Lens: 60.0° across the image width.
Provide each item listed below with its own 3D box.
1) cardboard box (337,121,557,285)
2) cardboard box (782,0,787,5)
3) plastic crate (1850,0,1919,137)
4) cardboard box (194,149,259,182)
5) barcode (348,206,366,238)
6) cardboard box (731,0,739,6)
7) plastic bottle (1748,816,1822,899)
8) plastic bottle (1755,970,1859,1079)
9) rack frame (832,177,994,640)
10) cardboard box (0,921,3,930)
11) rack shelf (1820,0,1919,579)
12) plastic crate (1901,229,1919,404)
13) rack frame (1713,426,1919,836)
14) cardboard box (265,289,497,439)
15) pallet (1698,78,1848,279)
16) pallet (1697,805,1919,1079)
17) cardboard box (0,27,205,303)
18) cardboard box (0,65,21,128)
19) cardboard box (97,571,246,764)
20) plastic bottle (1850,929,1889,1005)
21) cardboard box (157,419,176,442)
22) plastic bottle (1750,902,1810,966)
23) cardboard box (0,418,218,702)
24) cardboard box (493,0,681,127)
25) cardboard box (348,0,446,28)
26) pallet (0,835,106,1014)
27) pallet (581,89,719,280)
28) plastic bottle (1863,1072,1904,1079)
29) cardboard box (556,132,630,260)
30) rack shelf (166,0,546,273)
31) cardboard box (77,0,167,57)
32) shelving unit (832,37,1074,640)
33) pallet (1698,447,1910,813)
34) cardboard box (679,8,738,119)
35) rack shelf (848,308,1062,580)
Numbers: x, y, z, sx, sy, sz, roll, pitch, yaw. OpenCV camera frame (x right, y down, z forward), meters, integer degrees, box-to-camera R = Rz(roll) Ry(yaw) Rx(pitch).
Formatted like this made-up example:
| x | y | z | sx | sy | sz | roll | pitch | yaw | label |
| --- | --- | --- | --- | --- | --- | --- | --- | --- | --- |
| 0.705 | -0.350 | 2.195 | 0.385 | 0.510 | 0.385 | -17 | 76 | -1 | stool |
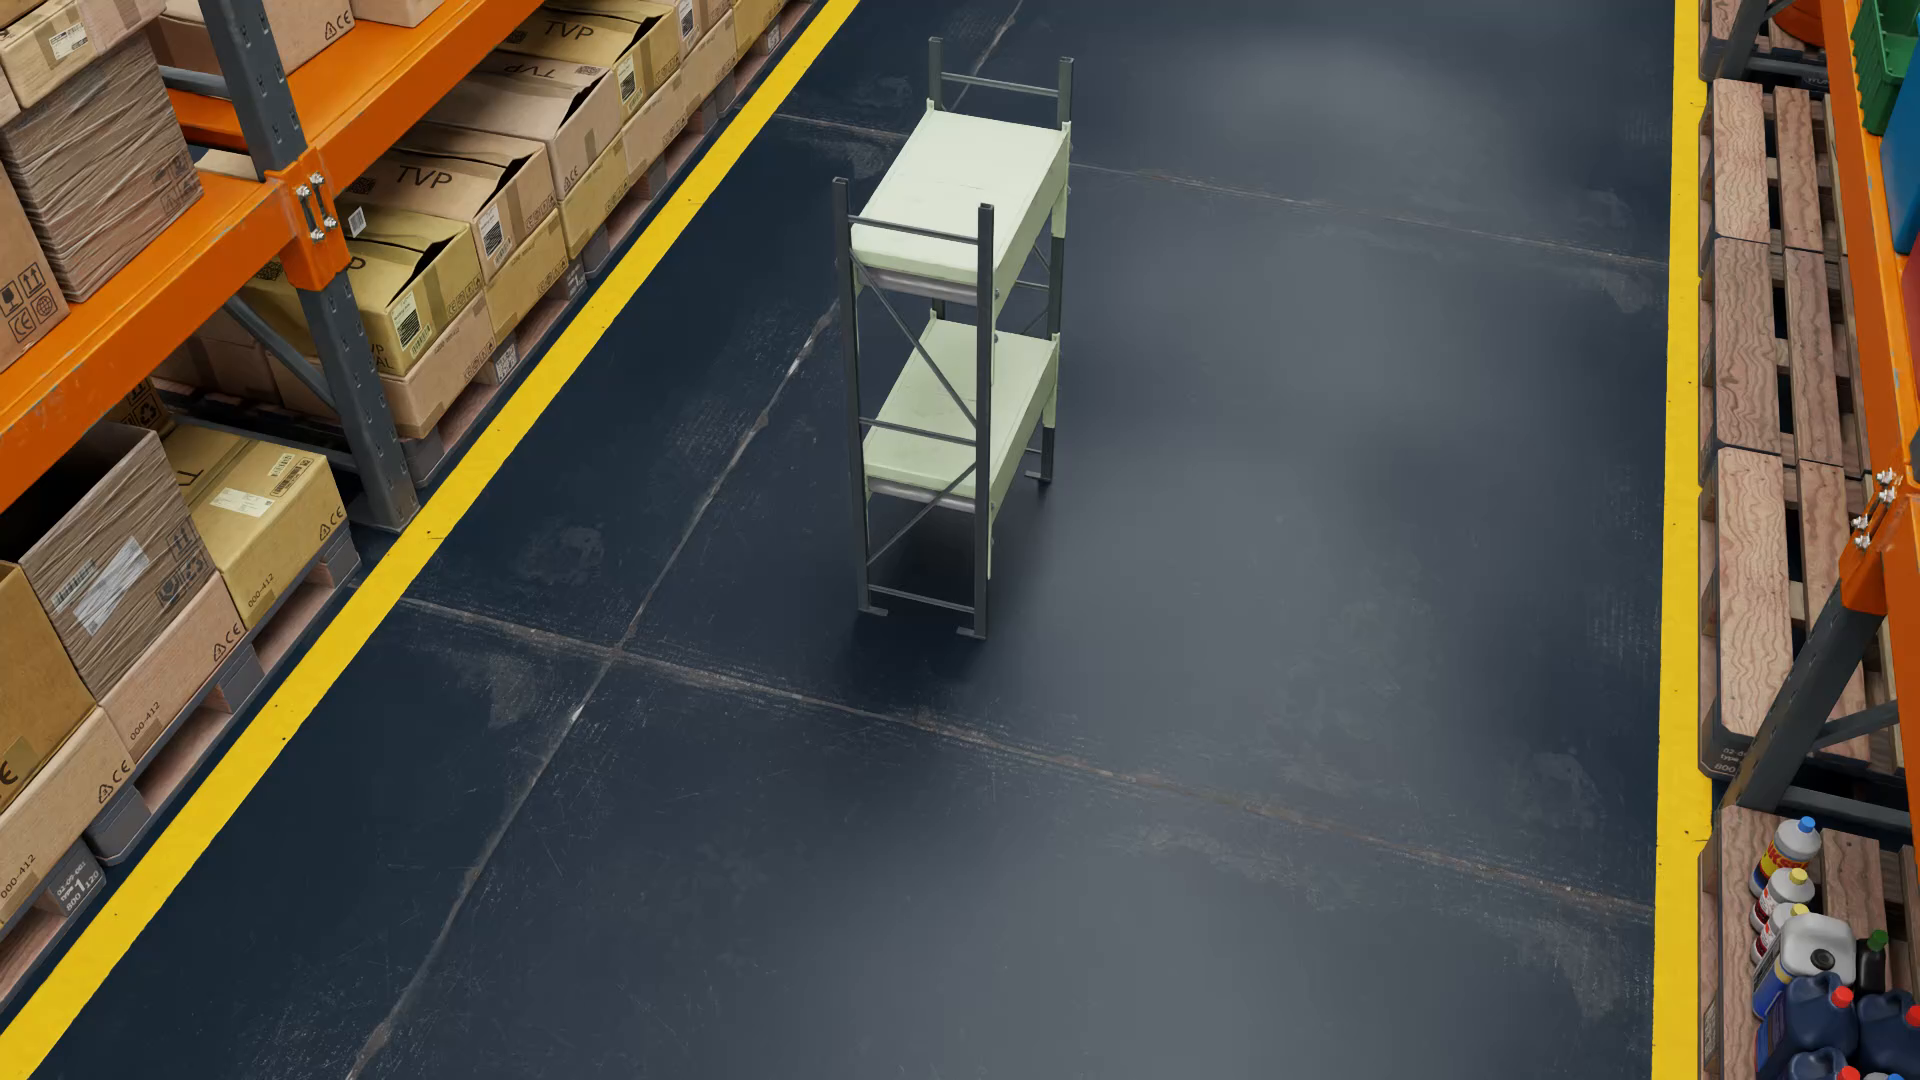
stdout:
| x | y | z | sx | sy | sz | roll | pitch | yaw | label |
| --- | --- | --- | --- | --- | --- | --- | --- | --- | --- |
| -1.708 | -1.159 | 5.554 | 0.500 | 0.311 | 0.500 | 12 | 46 | 12 | cardboard box |
| -0.943 | -2.667 | 7.496 | 0.500 | 0.250 | 0.500 | 14 | 46 | 13 | cardboard box |
| 2.751 | -1.329 | 4.615 | 0.450 | 0.188 | 0.662 | 13 | 46 | 13 | plastic crate |
| -2.226 | -1.282 | 5.680 | 0.500 | 0.311 | 0.500 | 14 | 46 | 14 | cardboard box |
| -1.753 | -0.924 | 4.836 | 0.001 | 0.075 | 0.075 | 13 | 46 | 13 | barcode |
| -1.091 | -2.521 | 6.946 | 0.500 | 0.311 | 0.500 | 12 | 46 | 12 | cardboard box |
| 1.978 | 0.753 | 3.971 | 0.097 | 0.271 | 0.097 | 0 | 44 | 0 | plastic bottle |
| 1.853 | 1.056 | 3.606 | 0.144 | 0.351 | 0.185 | 14 | 46 | 14 | plastic bottle |
| -0.113 | -0.288 | 4.472 | 0.400 | 1.500 | 0.023 | 13 | 46 | 12 | rack frame |
| -2.608 | 0.953 | 3.797 | 0.500 | 0.250 | 0.500 | 13 | 46 | 13 | cardboard box |
| 3.098 | -1.260 | 4.907 | 1.077 | 0.370 | 4.000 | 13 | 46 | 13 | rack shelf |
| 2.348 | -0.594 | 3.667 | 0.402 | 0.464 | 0.583 | 13 | 46 | 13 | plastic crate |
| 2.493 | -0.184 | 3.293 | 1.000 | 3.000 | 0.127 | 13 | 46 | 13 | rack frame |
| -1.869 | -0.619 | 5.404 | 0.500 | 0.250 | 0.500 | 12 | 46 | 12 | cardboard box |
| 3.432 | -1.345 | 6.474 | 1.003 | 0.211 | 1.213 | 13 | 46 | 13 | pallet |
| 2.250 | 1.252 | 3.820 | 1.003 | 0.211 | 1.213 | 13 | 46 | 13 | pallet |
| -2.355 | -0.974 | 4.029 | 0.700 | 0.500 | 0.500 | 11 | 46 | 11 | cardboard box |
| -2.259 | -0.937 | 3.528 | 0.380 | 0.149 | 0.250 | 11 | 46 | 11 | cardboard box |
| -2.320 | 0.284 | 4.481 | 0.500 | 0.250 | 0.500 | 13 | 46 | 13 | cardboard box |
| 2.008 | 0.993 | 3.718 | 0.061 | 0.283 | 0.133 | 13 | 46 | 13 | plastic bottle |
| -2.656 | -0.158 | 4.933 | 0.500 | 0.250 | 0.500 | 13 | 46 | 13 | cardboard box |
| 1.917 | 0.914 | 3.857 | 0.097 | 0.201 | 0.097 | 0 | 44 | 0 | plastic bottle |
| -2.322 | 0.015 | 4.219 | 0.500 | 0.500 | 0.500 | 13 | 46 | 13 | cardboard box |
| -1.400 | -1.851 | 6.262 | 0.500 | 0.311 | 0.500 | 14 | 46 | 14 | cardboard box |
| -1.764 | -1.693 | 5.015 | 0.380 | 0.149 | 0.250 | 13 | 46 | 13 | cardboard box |
| -2.875 | 1.098 | 3.977 | 1.003 | 0.211 | 1.213 | 13 | 46 | 13 | pallet |
| -1.673 | -1.554 | 6.687 | 1.003 | 0.211 | 1.213 | 13 | 46 | 13 | pallet |
| 1.924 | 1.206 | 3.509 | 0.097 | 0.271 | 0.097 | 0 | 44 | 0 | plastic bottle |
| -1.558 | -1.306 | 6.105 | 0.500 | 0.250 | 0.500 | 11 | 45 | 11 | cardboard box |
| -1.621 | -2.312 | 5.982 | 1.077 | 0.370 | 4.000 | 13 | 46 | 13 | rack shelf |
| -2.105 | -1.277 | 3.875 | 0.380 | 0.149 | 0.250 | 12 | 46 | 12 | cardboard box |
| -0.002 | -0.532 | 4.721 | 0.431 | 1.500 | 0.755 | 13 | 46 | 12 | shelving unit |
| 2.693 | 0.281 | 4.812 | 1.003 | 0.211 | 1.213 | 13 | 46 | 13 | pallet |
| -1.250 | -1.988 | 6.803 | 0.500 | 0.250 | 0.500 | 14 | 46 | 13 | cardboard box |
| -0.002 | -0.299 | 4.949 | 0.431 | 0.370 | 0.720 | 13 | 46 | 12 | rack shelf |
